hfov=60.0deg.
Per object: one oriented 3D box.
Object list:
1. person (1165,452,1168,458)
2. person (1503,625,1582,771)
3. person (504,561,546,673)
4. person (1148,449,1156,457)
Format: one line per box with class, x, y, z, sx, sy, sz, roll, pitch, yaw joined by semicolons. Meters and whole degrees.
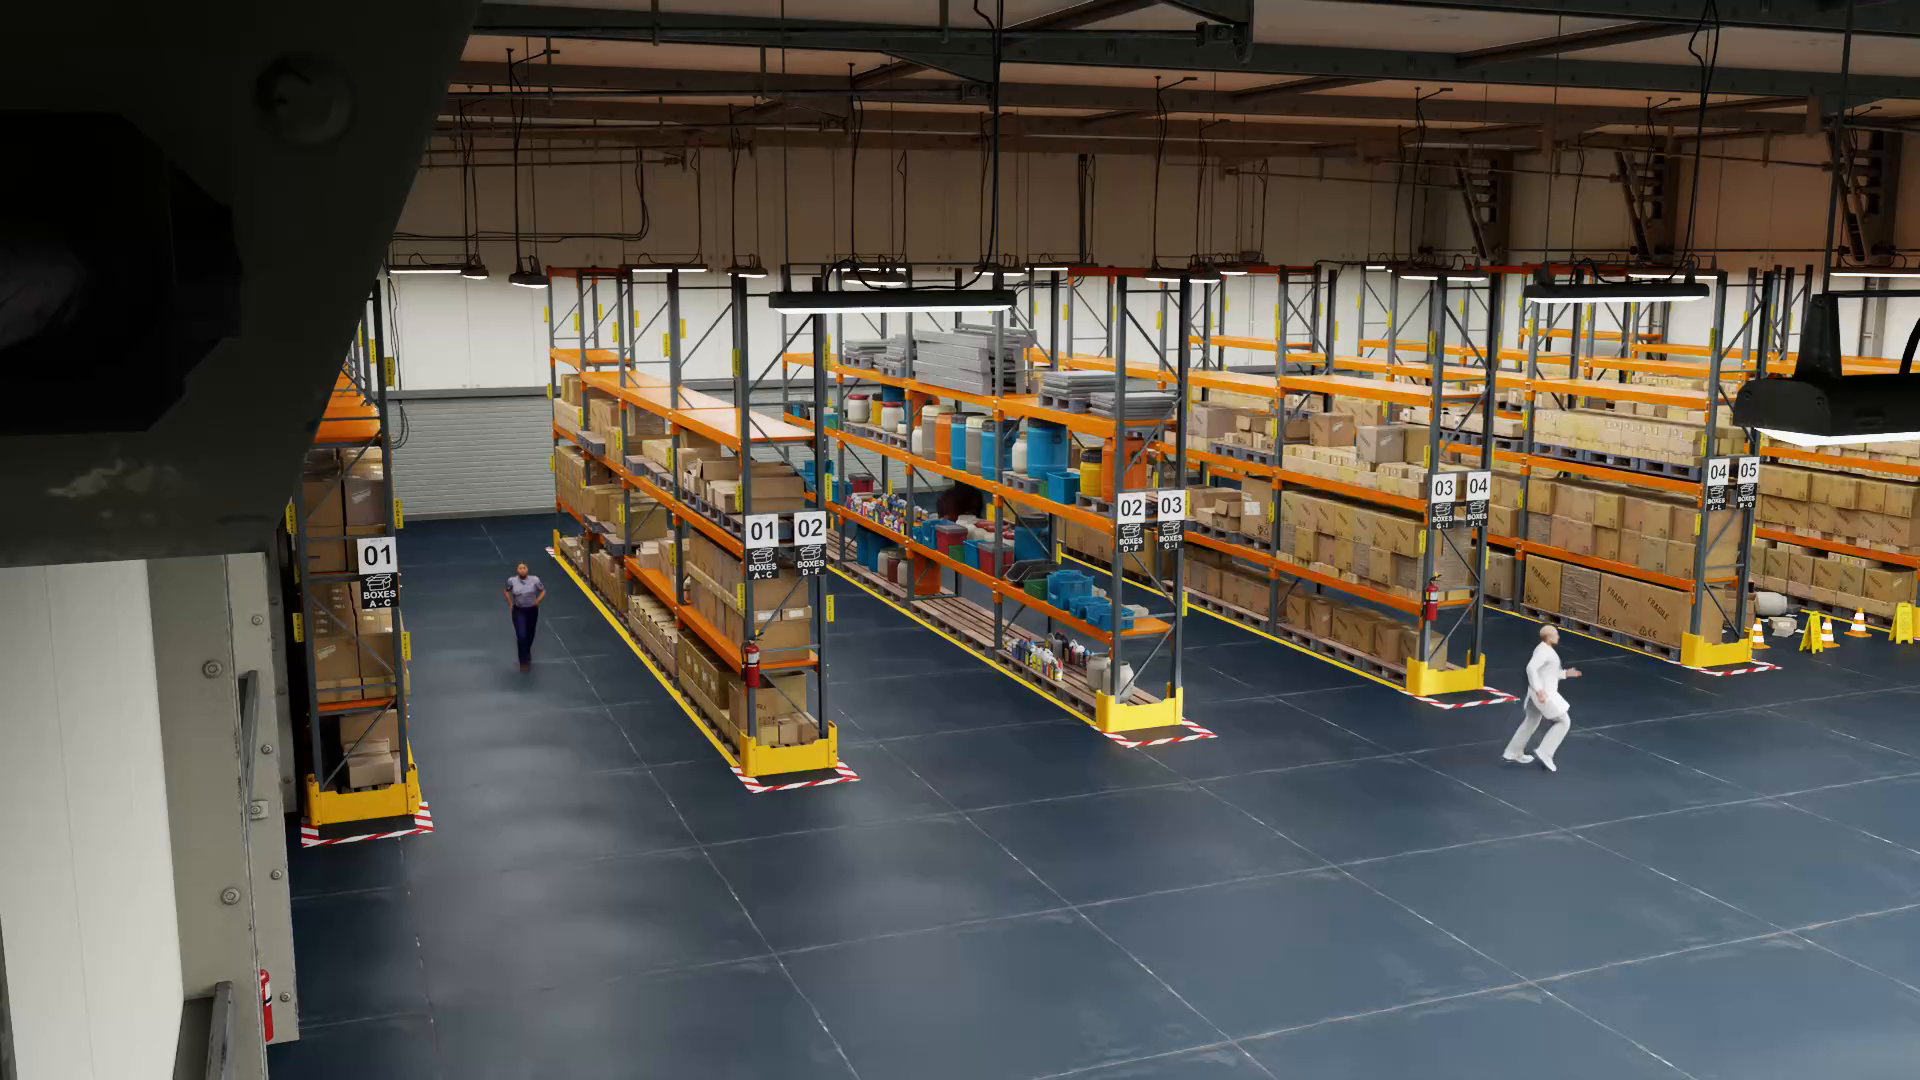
person;4.678;-1.189;38.456;0.736;1.739;0.657;-3;10;-16
person;7.175;1.943;20.435;0.888;1.819;0.666;1;10;4
person;-6.634;1.136;25.418;0.601;1.686;0.783;-4;11;-23
person;4.482;-1.319;39.262;0.682;1.780;0.884;-1;10;-6
